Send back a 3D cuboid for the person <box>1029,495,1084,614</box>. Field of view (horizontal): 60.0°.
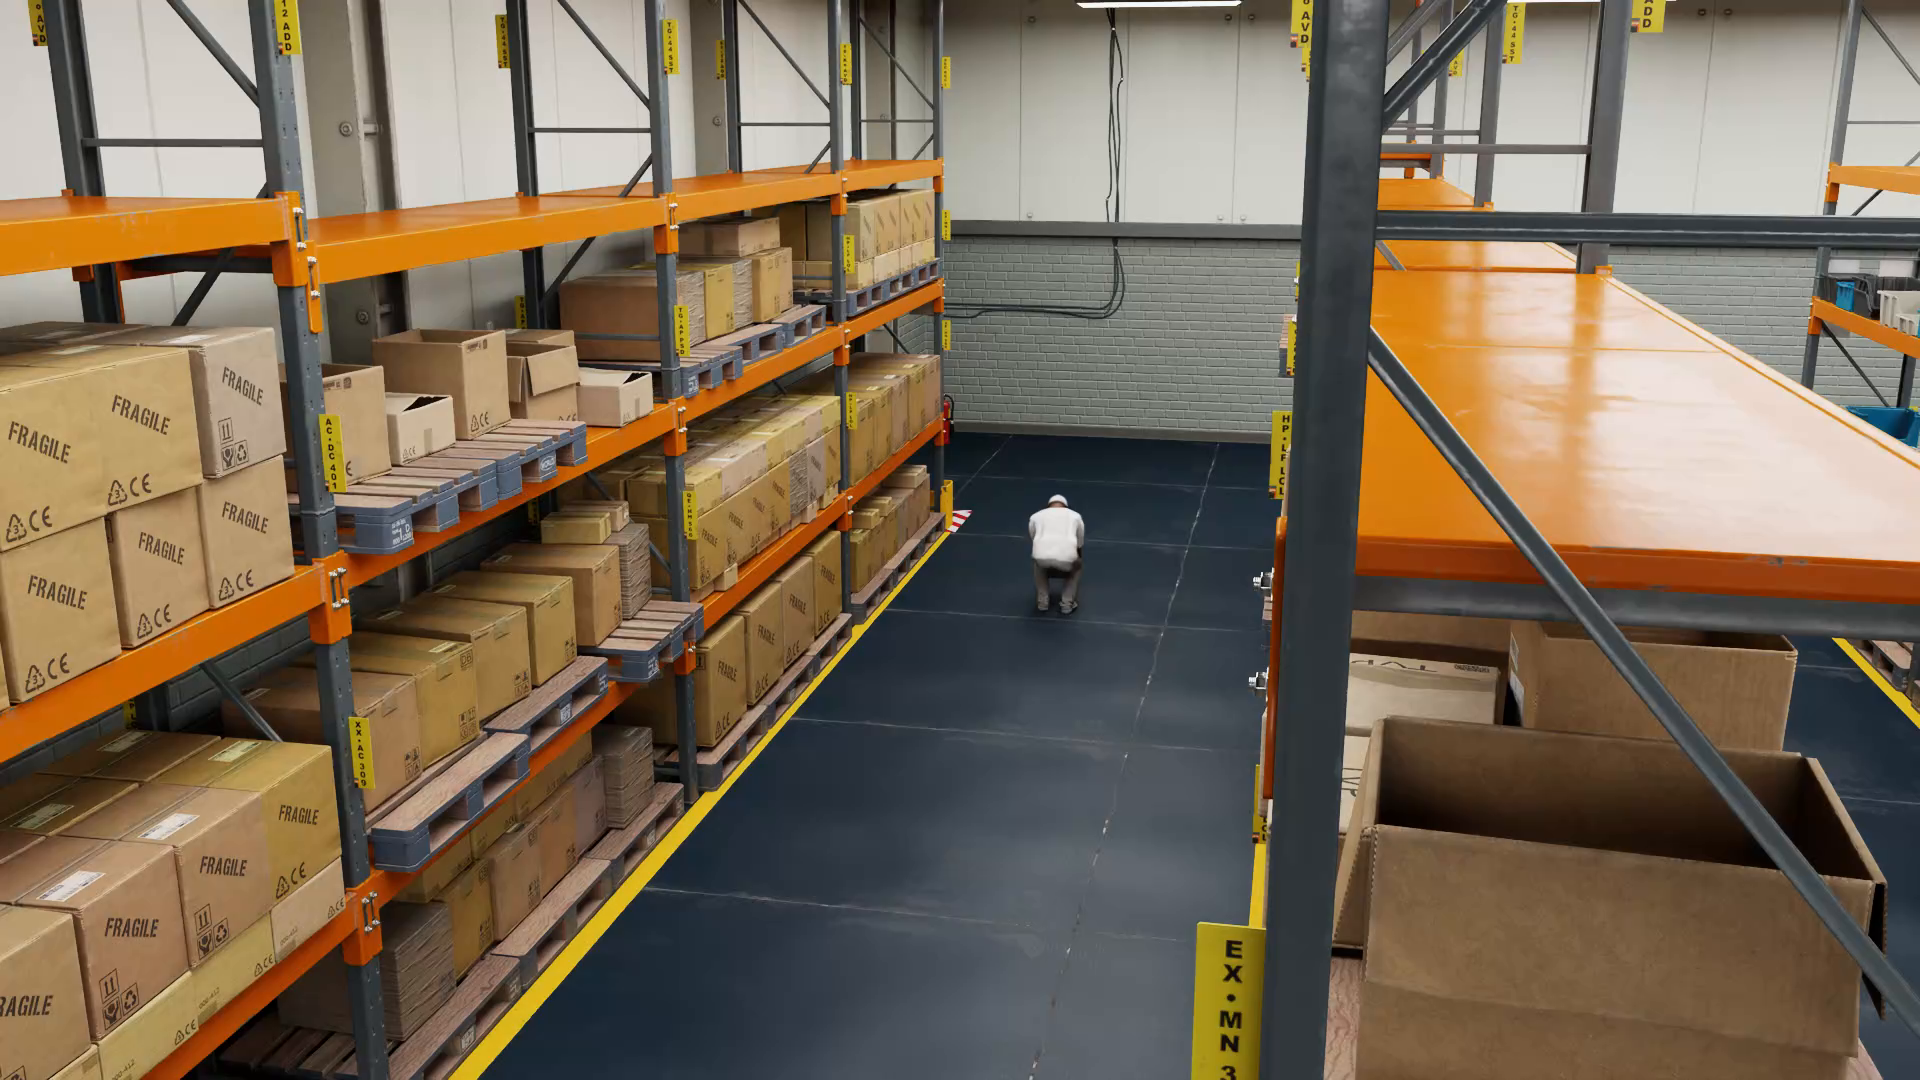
[{"bbox_3d":[0.909,0.140,15.945,0.532,1.008,0.919,3,15,10],"label":"person"}]
